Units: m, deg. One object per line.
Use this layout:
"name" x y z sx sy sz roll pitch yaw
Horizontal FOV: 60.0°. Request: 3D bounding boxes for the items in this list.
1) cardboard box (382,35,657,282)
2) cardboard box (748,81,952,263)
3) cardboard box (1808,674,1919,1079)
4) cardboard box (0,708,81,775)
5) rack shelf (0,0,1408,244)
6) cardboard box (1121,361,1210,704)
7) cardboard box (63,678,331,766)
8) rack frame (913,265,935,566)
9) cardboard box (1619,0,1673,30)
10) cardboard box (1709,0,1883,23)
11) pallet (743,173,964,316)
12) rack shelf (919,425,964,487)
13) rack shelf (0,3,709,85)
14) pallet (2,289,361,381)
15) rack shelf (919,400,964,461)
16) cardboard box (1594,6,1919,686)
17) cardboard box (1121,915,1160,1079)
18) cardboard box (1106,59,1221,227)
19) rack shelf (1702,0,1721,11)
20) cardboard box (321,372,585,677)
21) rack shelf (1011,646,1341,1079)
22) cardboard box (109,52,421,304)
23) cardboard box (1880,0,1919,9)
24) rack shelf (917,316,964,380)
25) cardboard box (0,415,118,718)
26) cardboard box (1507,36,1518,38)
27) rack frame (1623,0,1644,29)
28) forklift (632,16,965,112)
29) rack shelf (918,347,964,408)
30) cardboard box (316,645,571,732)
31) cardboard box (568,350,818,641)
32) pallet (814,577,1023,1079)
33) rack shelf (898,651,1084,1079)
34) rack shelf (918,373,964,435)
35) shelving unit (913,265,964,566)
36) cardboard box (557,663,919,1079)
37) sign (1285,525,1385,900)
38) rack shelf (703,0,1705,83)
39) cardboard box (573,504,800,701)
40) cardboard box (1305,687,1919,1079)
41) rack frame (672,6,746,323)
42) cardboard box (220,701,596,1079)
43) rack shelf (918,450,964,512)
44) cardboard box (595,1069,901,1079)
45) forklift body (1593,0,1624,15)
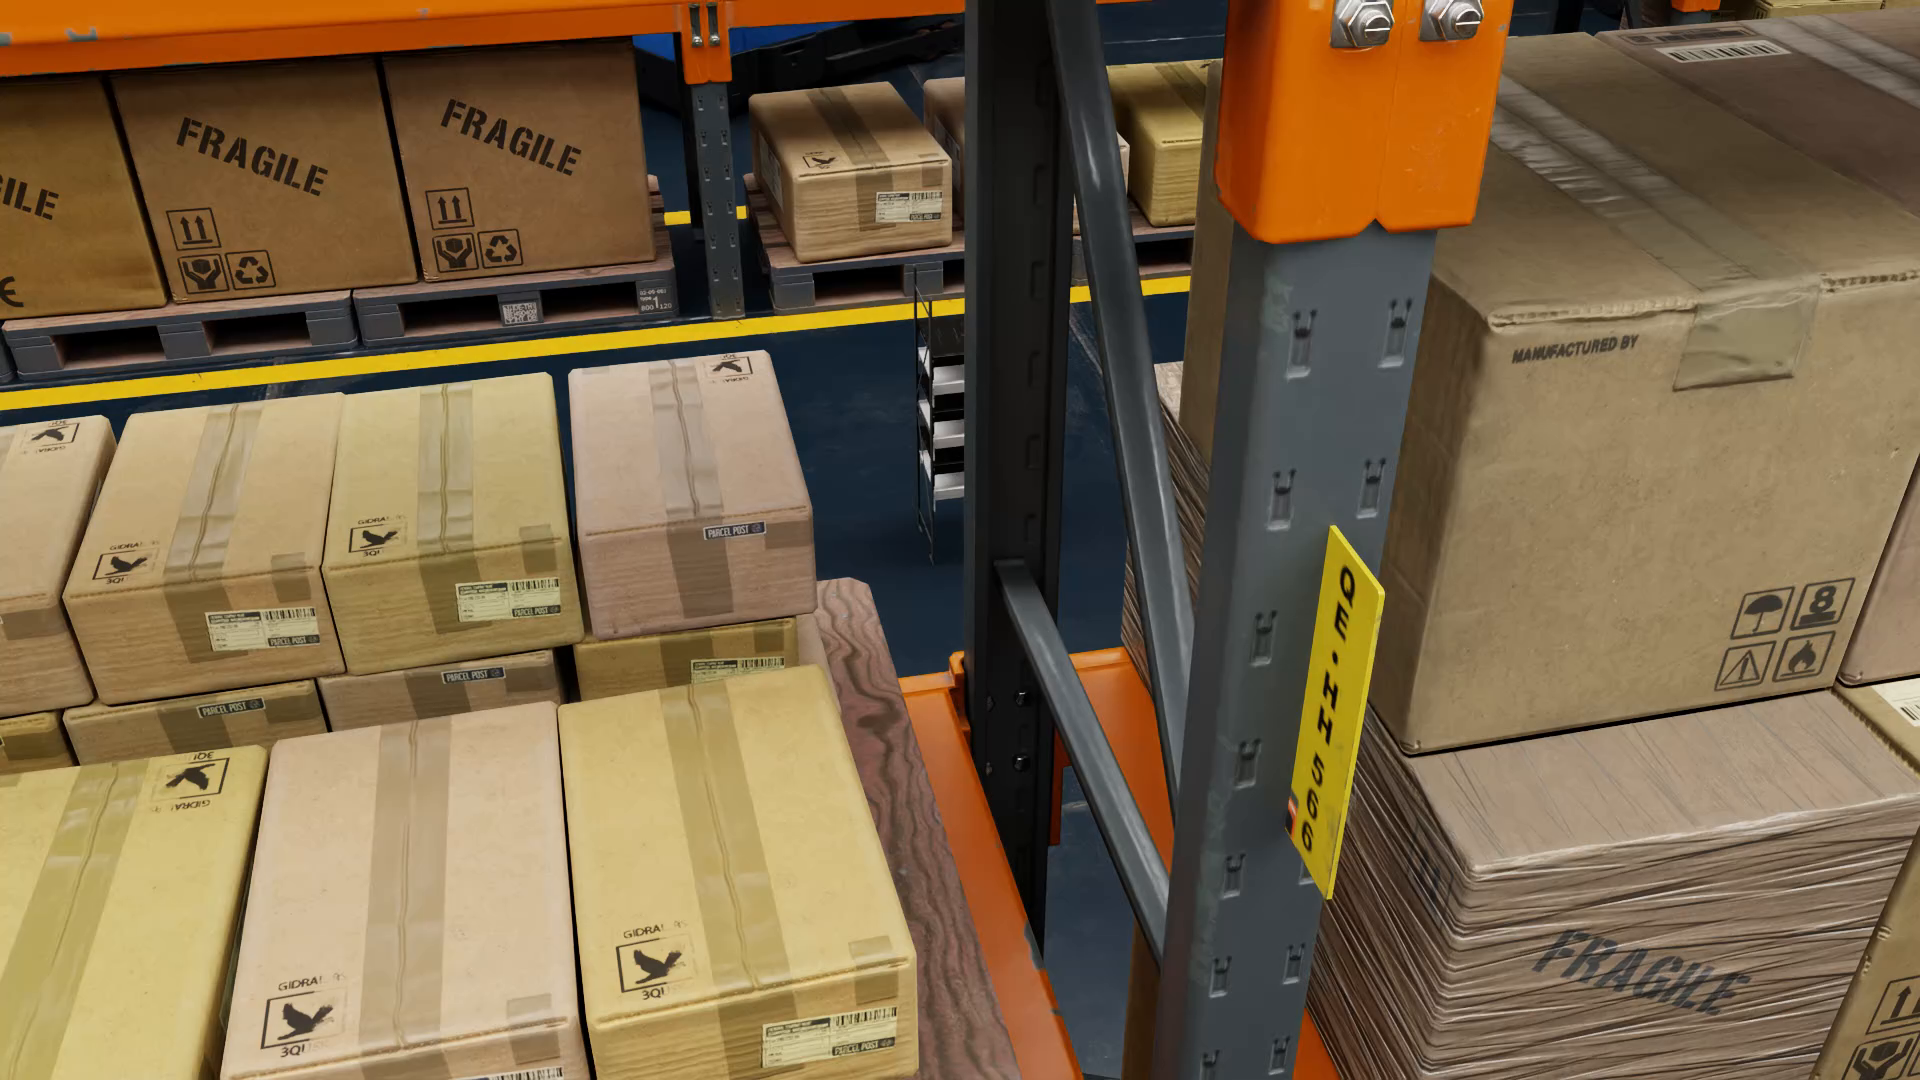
"cardboard box" -1.707 -1.629 6.516 0.875 0.875 0.875 -7 35 -11
"cardboard box" -0.462 -1.524 6.811 0.625 0.372 0.950 -9 35 -14
"cardboard box" 1.168 0.287 2.041 0.500 0.500 0.500 -7 35 -11
"cardboard box" -1.110 0.158 1.904 0.250 0.149 0.380 -7 35 -10
"rack shelf" -1.775 -0.400 1.108 4.000 0.370 1.077 -7 35 -11
"cardboard box" 0.555 0.058 2.382 0.500 0.500 0.500 -7 35 -11
"cardboard box" -0.864 0.127 1.951 0.250 0.149 0.380 -8 35 -12
"rack frame" -0.107 -0.360 4.979 0.006 0.900 0.240 -7 35 -11
"cardboard box" 3.404 -2.431 7.599 0.500 0.500 0.500 -8 35 -11
"cardboard box" 3.521 -2.138 7.162 0.500 0.500 0.500 -6 34 -8
"pallet" -0.253 -1.314 7.019 1.213 0.211 1.003 -7 35 -11
"rack shelf" -0.008 -0.270 5.066 0.200 0.077 0.258 -7 35 -11
"rack shelf" -2.966 -1.832 5.934 4.000 0.370 1.077 -7 35 -11
"pallet" -2.988 -1.015 6.573 1.213 0.211 1.003 -7 35 -11
"rack shelf" -0.008 -0.345 5.016 0.200 0.077 0.258 -7 35 -11
"cardboard box" 1.108 -0.268 1.971 0.500 0.500 0.700 -8 35 -11
"cardboard box" 0.789 1.035 2.658 0.750 0.750 1.050 -8 35 -11
"cardboard box" 0.997 -1.709 7.087 0.625 0.372 0.950 -6 34 -9
"rack shelf" 4.837 -2.816 7.399 4.000 0.370 1.077 -7 35 -11
"cardboard box" -0.580 -0.030 1.917 0.250 0.149 0.380 -8 35 -12
"rack shelf" 2.126 0.354 2.676 4.000 0.370 1.077 -7 35 -11
"cardboard box" -2.578 -1.522 6.356 0.875 0.875 0.875 -7 34 -10
"cardboard box" 4.041 -2.211 7.270 0.500 0.500 0.500 -6 34 -9
"rack shelf" -0.008 -0.569 4.866 0.200 0.077 0.258 -7 35 -11
"cardboard box" -1.078 0.030 1.828 0.250 0.149 0.380 -9 35 -13
"cardboard box" 2.375 -1.886 7.350 0.625 0.372 0.950 -7 34 -10
"rack frame" 2.885 -2.870 6.835 0.053 2.616 0.949 -7 35 -11
"forklift" -0.597 -4.032 8.686 3.031 2.867 1.129 -28 43 -35
"rack shelf" -0.008 -0.494 4.916 0.200 0.077 0.258 -7 35 -11
"cardboard box" -0.605 0.092 2.002 0.250 0.149 0.380 -6 34 -8
"cardboard box" -0.322 -0.064 1.968 0.250 0.149 0.380 -7 35 -10
"pallet" -0.496 0.526 1.946 1.003 0.211 1.213 -7 35 -11
"rack shelf" -1.775 0.846 1.943 4.000 0.370 1.077 -7 35 -11
"rack shelf" -0.008 -0.420 4.966 0.200 0.077 0.258 -7 35 -11
"shelving unit" -0.008 -0.373 4.998 0.210 0.900 0.258 -7 35 -11
"cardboard box" -0.202 0.293 1.435 0.250 0.149 0.380 -9 35 -12
"sign" 0.304 0.147 1.371 0.005 0.325 0.100 -7 35 -11
"rack shelf" 0.935 -2.324 6.667 4.000 0.370 1.077 -7 35 -11
"cardboard box" -0.340 0.058 2.054 0.250 0.149 0.380 -6 34 -8
"cardboard box" 0.673 0.351 1.945 0.500 0.500 0.500 -7 34 -10
"rack frame" -1.015 -2.377 6.100 0.127 3.000 1.000 -7 35 -11
"cardboard box" -0.447 0.323 1.391 0.250 0.149 0.380 -8 35 -11
"rack shelf" -0.008 -0.196 5.117 0.200 0.077 0.258 -7 35 -11
"cardboard box" -0.206 0.416 1.520 0.250 0.149 0.380 -6 34 -10
"forklift body" 4.242 -4.480 9.996 1.214 2.155 2.313 -7 35 -11
